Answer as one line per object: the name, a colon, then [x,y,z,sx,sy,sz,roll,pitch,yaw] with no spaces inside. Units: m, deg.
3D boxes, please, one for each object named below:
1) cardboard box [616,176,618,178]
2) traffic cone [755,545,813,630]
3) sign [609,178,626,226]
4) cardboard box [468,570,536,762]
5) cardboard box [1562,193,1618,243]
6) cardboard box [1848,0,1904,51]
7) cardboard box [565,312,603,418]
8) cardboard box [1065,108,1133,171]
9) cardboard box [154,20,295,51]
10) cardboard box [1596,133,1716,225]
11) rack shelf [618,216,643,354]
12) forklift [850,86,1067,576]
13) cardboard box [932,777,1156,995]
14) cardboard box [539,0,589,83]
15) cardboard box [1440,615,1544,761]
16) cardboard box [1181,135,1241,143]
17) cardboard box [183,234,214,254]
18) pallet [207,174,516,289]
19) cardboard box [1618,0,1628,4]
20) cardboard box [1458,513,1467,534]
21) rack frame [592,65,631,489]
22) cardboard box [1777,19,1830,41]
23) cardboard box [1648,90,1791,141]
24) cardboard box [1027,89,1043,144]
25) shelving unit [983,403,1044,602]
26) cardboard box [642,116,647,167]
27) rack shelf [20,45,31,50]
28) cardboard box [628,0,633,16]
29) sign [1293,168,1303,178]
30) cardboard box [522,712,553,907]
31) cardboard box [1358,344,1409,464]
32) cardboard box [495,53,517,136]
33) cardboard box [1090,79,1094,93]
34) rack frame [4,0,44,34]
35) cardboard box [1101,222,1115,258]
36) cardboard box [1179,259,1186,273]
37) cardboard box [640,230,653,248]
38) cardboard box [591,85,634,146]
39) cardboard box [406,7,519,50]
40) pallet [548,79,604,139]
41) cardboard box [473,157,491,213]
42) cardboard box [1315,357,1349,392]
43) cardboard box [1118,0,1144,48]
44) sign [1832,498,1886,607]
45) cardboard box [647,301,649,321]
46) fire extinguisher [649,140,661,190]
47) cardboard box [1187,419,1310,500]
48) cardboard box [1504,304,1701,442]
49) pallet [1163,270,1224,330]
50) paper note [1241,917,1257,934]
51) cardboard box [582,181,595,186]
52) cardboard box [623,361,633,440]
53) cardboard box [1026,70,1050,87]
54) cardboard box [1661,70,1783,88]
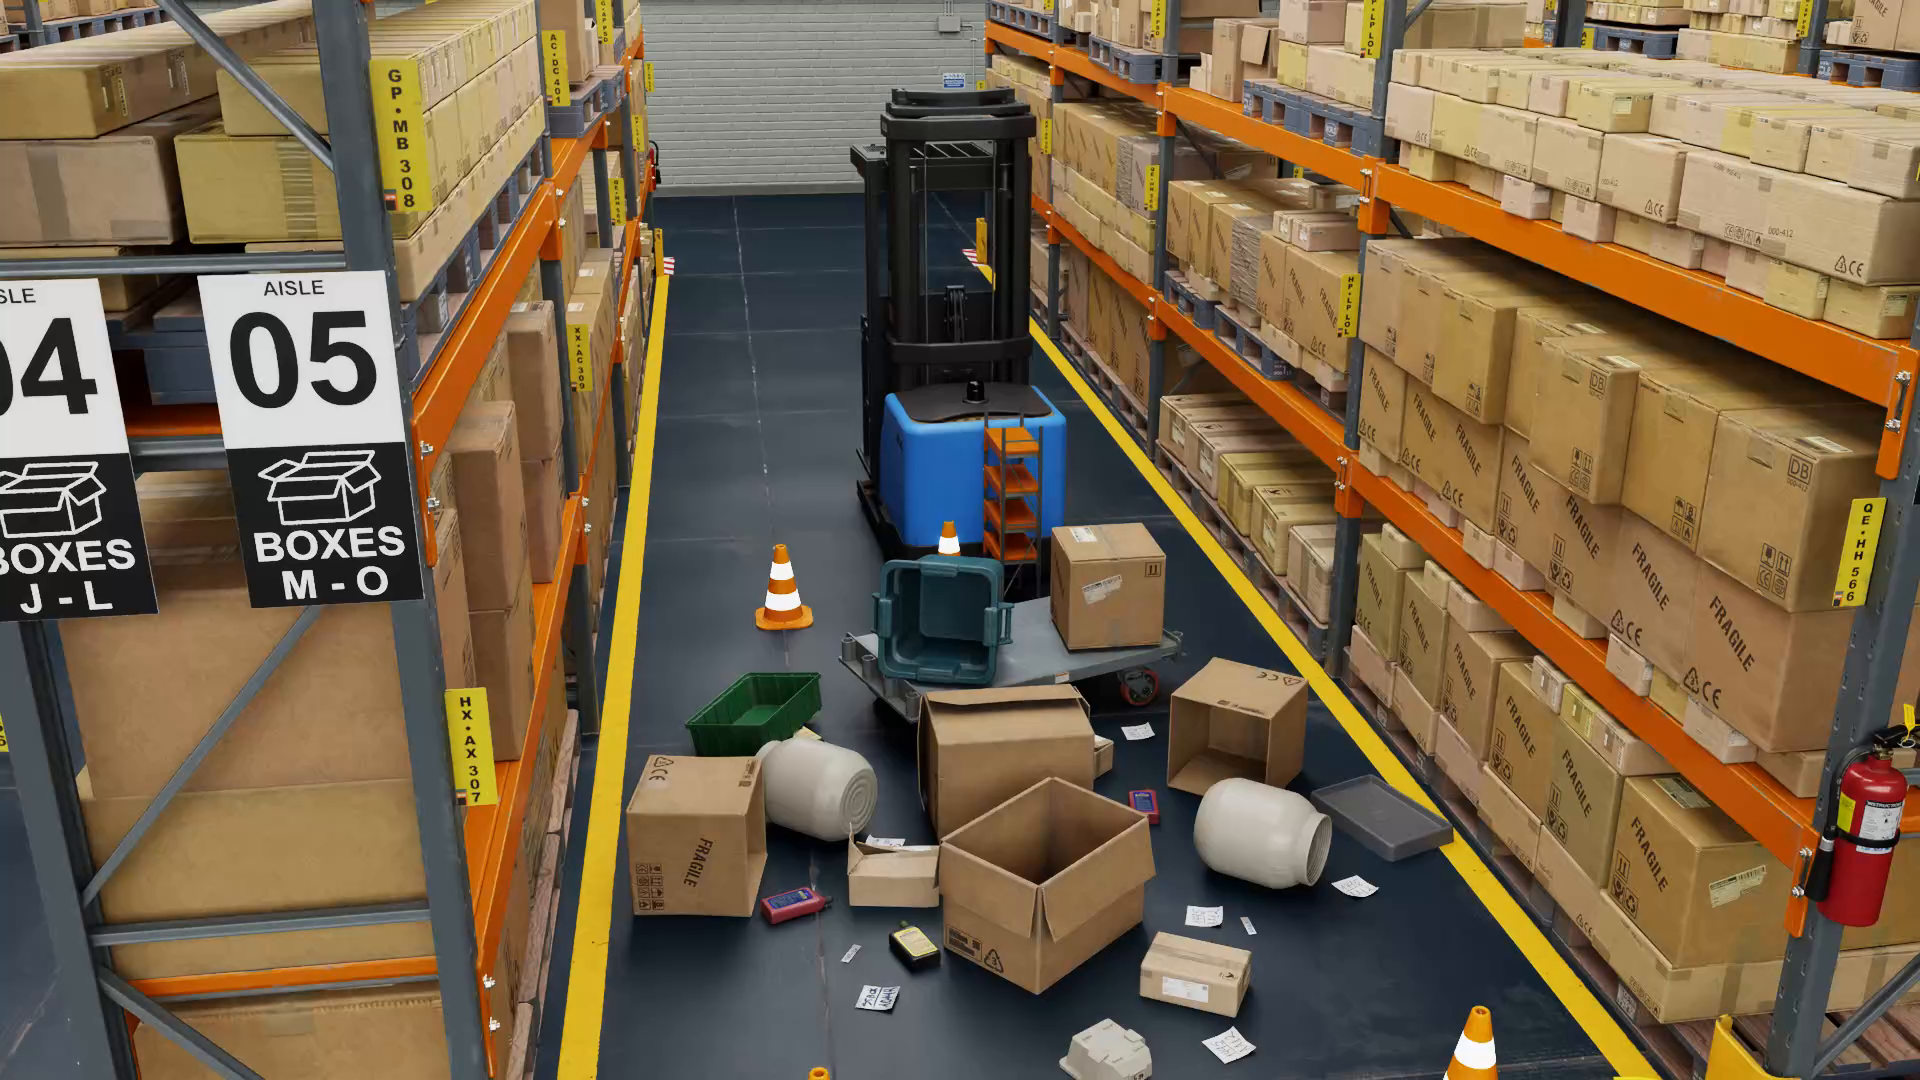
cardboard box: [-3.183,-3.078,14.503,0.380,0.149,0.250,-2,21,-5]
traffic cone: [-1.053,0.254,9.876,0.336,0.463,0.334,-3,21,-8]
sign: [-2.382,-2.351,11.568,0.100,0.325,0.005,-3,21,-8]
cardboard box: [-1.933,0.405,5.631,0.875,0.550,0.550,-3,21,-8]
cardboard box: [2.512,-1.220,6.269,0.380,0.149,0.250,-3,21,-8]
cardboard box: [6.727,-3.748,11.791,0.500,0.500,0.500,-3,21,-7]
cardboard box: [-2.307,-0.985,9.423,0.500,0.500,0.500,-3,21,-8]
cardboard box: [1.256,-3.622,15.056,0.500,0.500,0.500,-3,21,-8]
cardboard box: [-2.419,-1.629,5.480,0.380,0.149,0.250,-3,21,-8]
cardboard box: [2.615,-1.285,5.873,0.500,0.250,0.500,-2,21,-6]
rack shelf: [-3.219,-2.135,13.673,1.077,0.370,4.000,-3,21,-8]
forklift: [-0.125,-1.589,11.281,1.130,2.935,3.031,-4,21,-11]
cardboard box: [0.348,1.395,6.762,0.637,0.503,0.797,17,27,39]
cardboard box: [-2.403,-2.887,9.486,0.500,0.500,0.500,-3,21,-8]
cardboard box: [2.509,0.643,7.464,0.500,0.500,0.500,-2,21,-5]
cardboard box: [2.043,-2.933,13.211,0.500,0.500,0.500,-3,21,-8]
cardboard box: [-2.234,-0.815,4.439,0.380,0.149,0.250,-3,21,-7]
pallet: [-2.074,-1.053,5.587,1.003,0.211,1.213,-3,21,-8]
cardboard box: [6.158,-4.893,14.934,0.380,0.149,0.250,-3,21,-7]
cardboard box: [2.484,-0.083,7.509,0.380,0.149,0.250,-3,21,-8]
rack frame: [-2.931,-1.779,11.693,1.000,3.000,0.127,-3,21,-8]
cardboard box: [6.575,-3.948,12.856,0.380,0.149,0.250,-2,21,-7]
cardboard box: [2.685,-1.503,5.886,0.380,0.149,0.250,-4,21,-9]
cardboard box: [0.970,-4.290,16.842,0.500,0.500,0.500,-3,21,-9]
shelving unit: [0.311,-0.169,9.953,0.258,1.200,0.503,-4,21,-10]
cardboard box: [-3.613,-4.239,17.711,0.500,0.500,0.500,-3,21,-8]
rack shelf: [-8.719,-4.710,16.280,1.077,0.370,4.000,-3,21,-8]
cardboard box: [-3.466,-5.260,16.224,0.500,0.250,0.500,-3,21,-7]
sign: [2.488,-2.600,12.348,0.100,0.325,0.005,-3,21,-8]
cardboard box: [-2.199,0.938,6.855,0.875,0.875,0.875,-3,21,-7]
cardboard box: [2.317,-0.699,8.232,0.500,0.500,0.500,-3,21,-8]
cardboard box: [-1.887,-1.606,5.989,0.500,0.250,0.500,-3,21,-8]
cardboard box: [1.456,-4.565,16.651,0.380,0.149,0.250,-3,21,-8]
rack frame: [-8.430,-5.759,13.775,1.000,3.000,0.127,-3,21,-8]
cardboard box: [1.477,-2.507,13.855,0.500,0.250,0.500,-3,21,-8]
cardboard box: [1.816,-2.021,12.099,0.380,0.149,0.250,-4,21,-11]
cardboard box: [-3.615,-3.345,18.510,0.380,0.149,0.250,-3,21,-9]
cardboard box: [-3.332,-3.987,15.607,0.500,0.500,0.500,-2,21,-6]
cardboard box: [-1.879,-1.927,6.278,0.380,0.149,0.250,-3,21,-7]
pallet: [-2.622,-2.489,9.575,1.003,0.211,1.213,-2,21,-5]
cardboard box: [-1.692,-1.112,5.236,0.380,0.149,0.250,-3,21,-8]
cardboard box: [2.182,-0.922,9.157,0.380,0.149,0.250,-3,21,-7]
cardboard box: [1.622,-4.046,12.731,0.700,0.500,0.500,-4,21,-10]
sign: [2.554,0.037,4.725,0.100,0.325,0.005,-3,21,-8]
cardboard box: [-3.280,-2.260,16.454,0.380,0.149,0.250,-2,21,-6]
fire extinguisher: [-3.664,-4.449,19.483,0.296,0.674,0.183,-3,21,-8]
cardboard box: [2.139,-0.578,11.633,0.950,0.372,0.625,-3,21,-9]
cardboard box: [2.641,-0.641,6.649,0.700,0.500,0.500,-3,21,-8]
pallet: [2.161,-1.733,11.842,1.213,0.211,1.003,-3,21,-8]
paper note: [1.198,1.603,6.911,0.032,0.001,0.123,-3,21,-8]
cardboard box: [-2.997,-2.762,13.232,0.380,0.149,0.250,-2,21,-6]
cardboard box: [-2.781,-1.063,12.747,0.500,0.500,0.500,-4,21,-10]
cardboard box: [0.895,-4.804,17.293,0.380,0.149,0.250,-3,21,-9]
cardboard box: [3.045,-1.795,6.668,0.380,0.149,0.250,-3,21,-7]
